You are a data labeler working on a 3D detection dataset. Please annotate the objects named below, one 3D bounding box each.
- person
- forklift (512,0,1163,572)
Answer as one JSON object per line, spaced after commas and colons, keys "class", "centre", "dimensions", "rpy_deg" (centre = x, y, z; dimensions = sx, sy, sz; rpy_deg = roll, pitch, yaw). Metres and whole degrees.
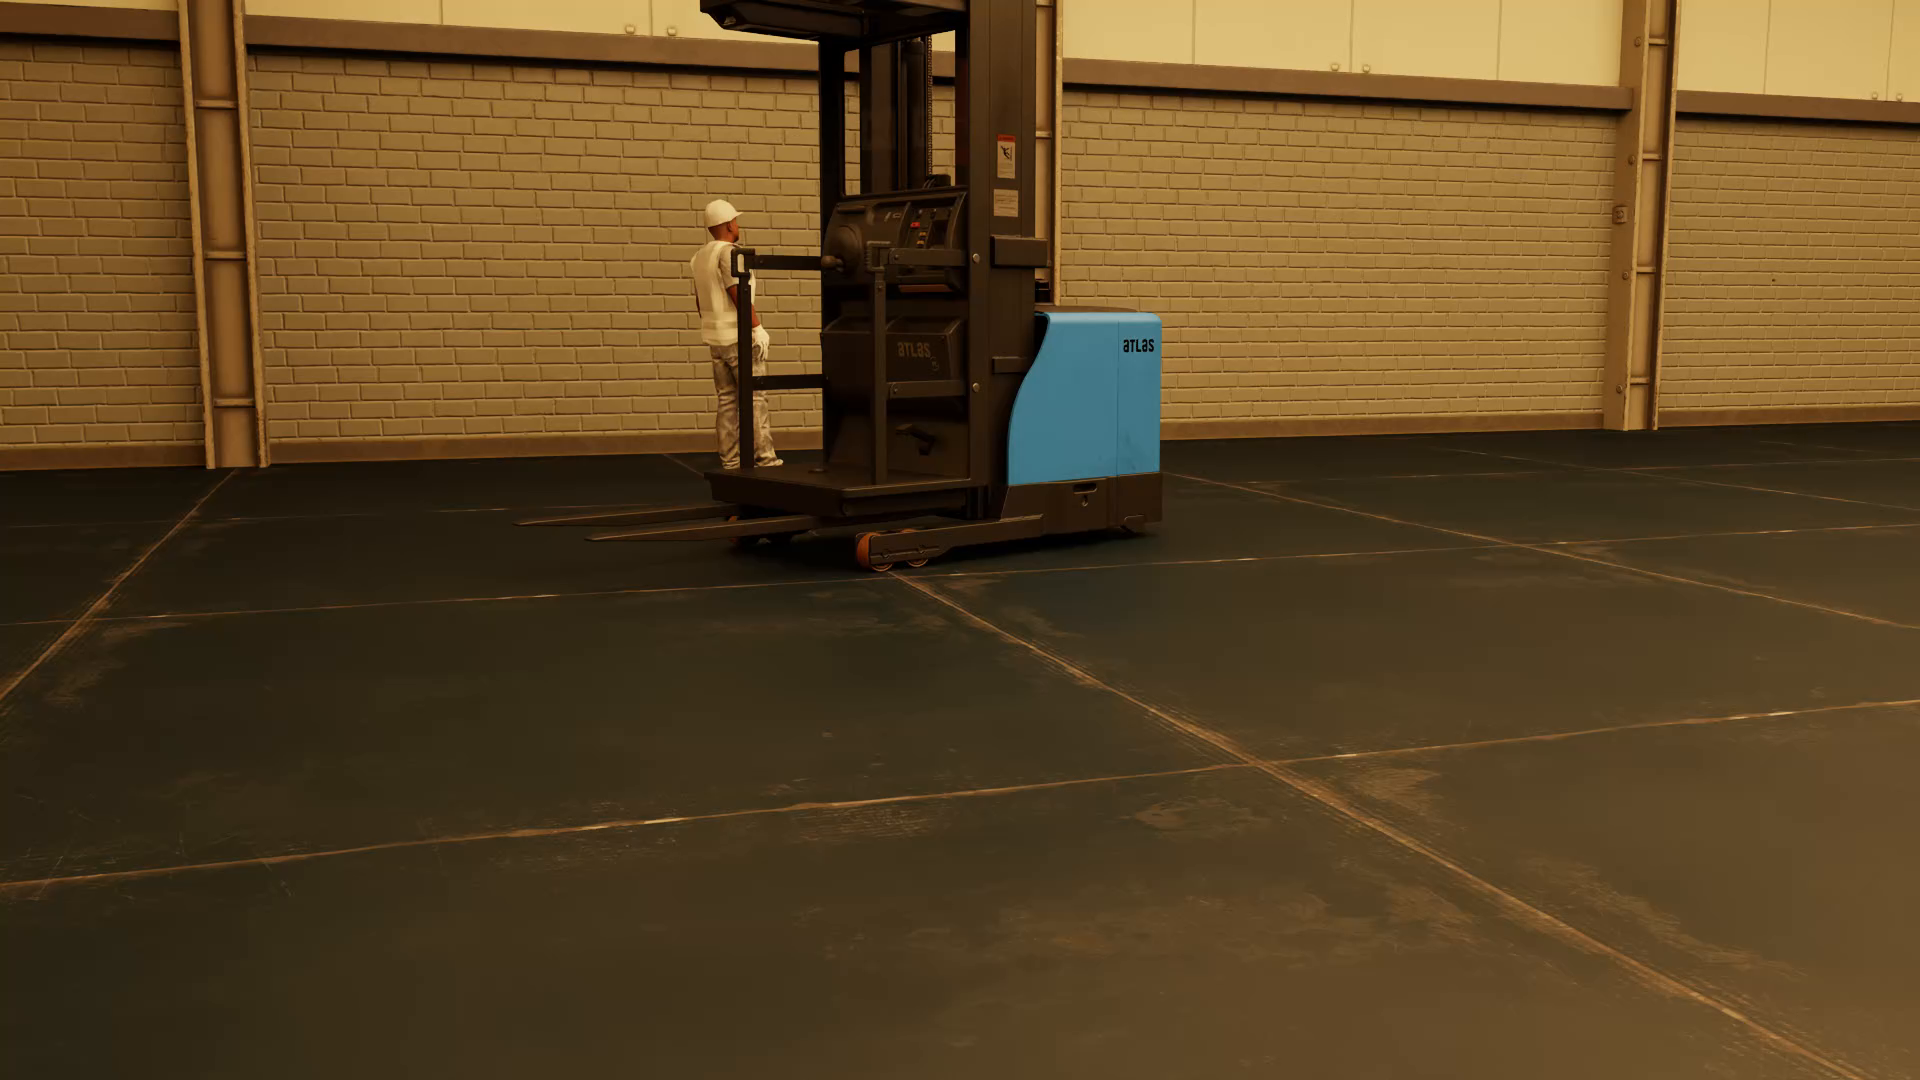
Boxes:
{"class": "person", "centre": [-1.401, -1.292, 10.757], "dimensions": [0.579, 1.781, 0.656], "rpy_deg": [-6, 10, -36]}
{"class": "forklift", "centre": [-0.461, -1.399, 7.333], "dimensions": [3.031, 2.935, 1.130], "rpy_deg": [-7, 10, -40]}
